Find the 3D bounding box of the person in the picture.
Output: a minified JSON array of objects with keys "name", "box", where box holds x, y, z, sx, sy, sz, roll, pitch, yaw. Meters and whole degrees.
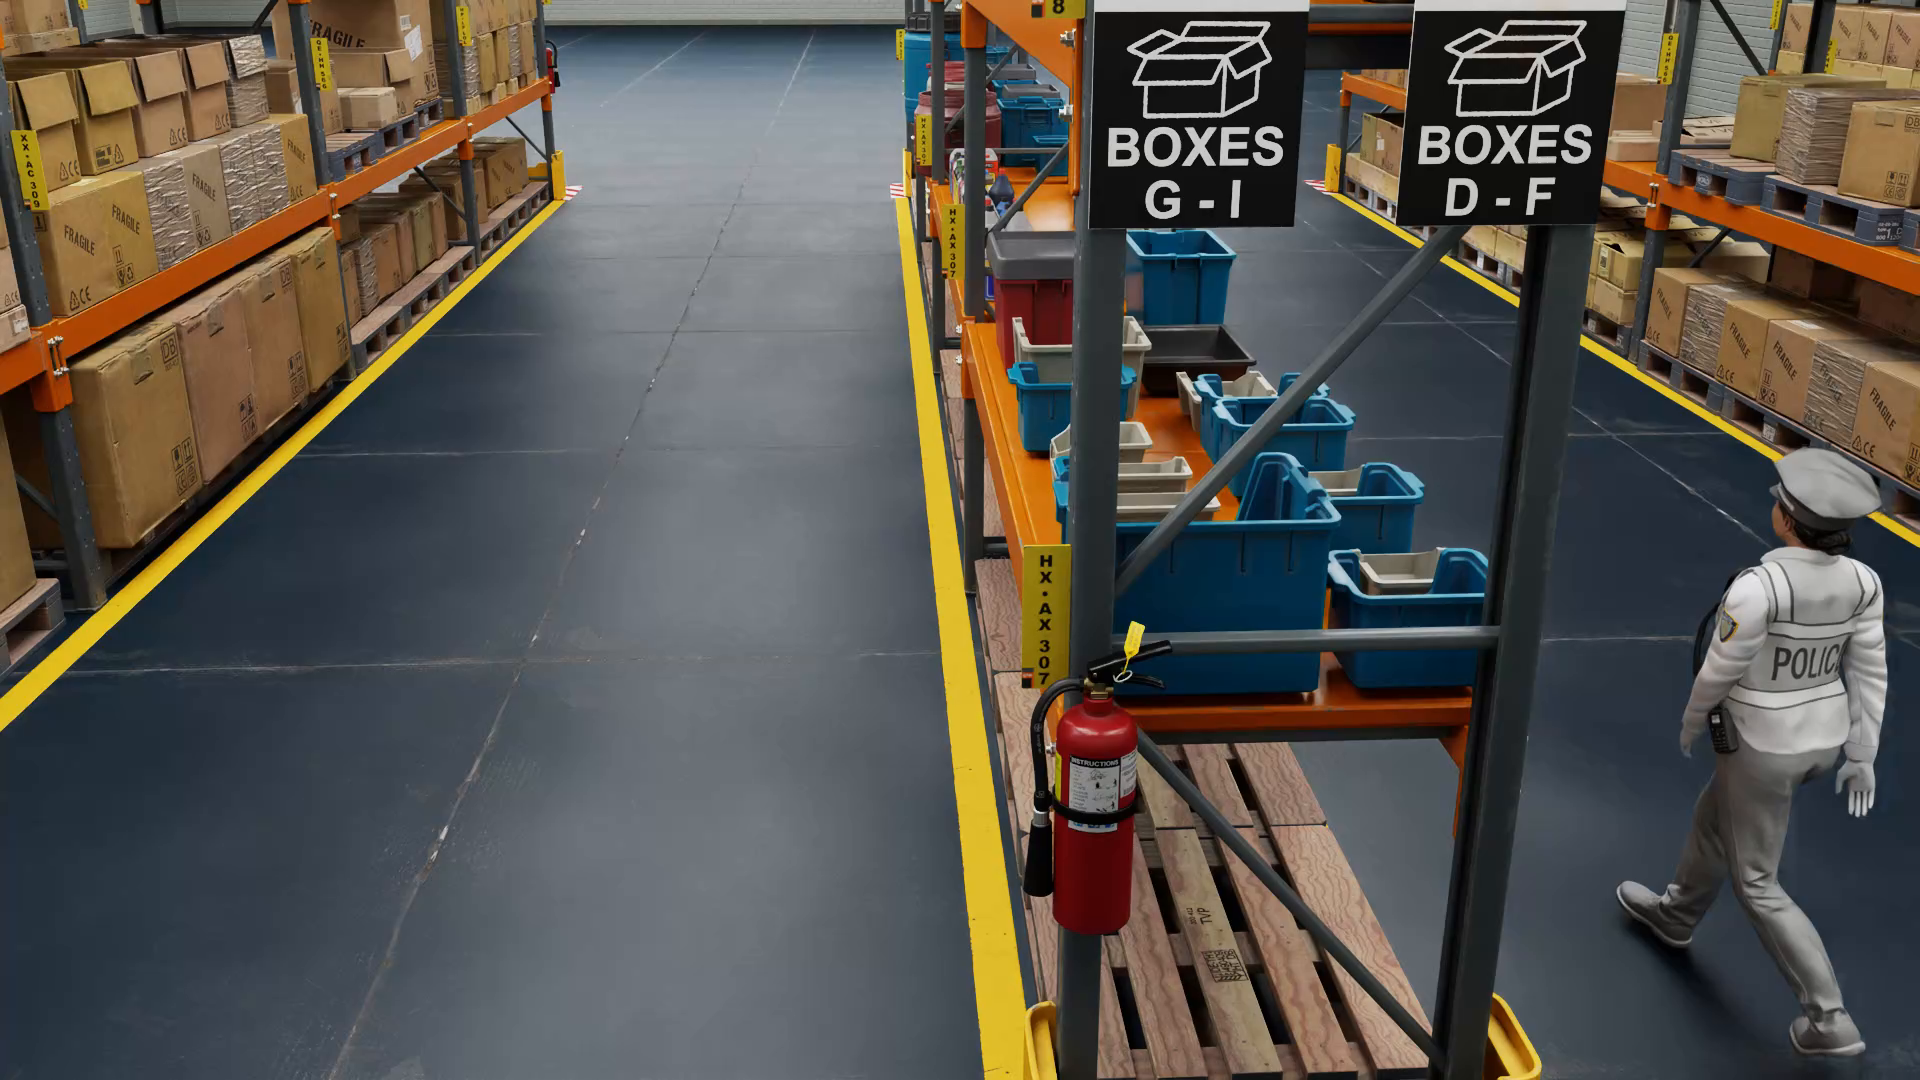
[{"name":"person","box":[2.246,0.550,4.567,0.463,1.635,0.995,-9,22,-22]}]
